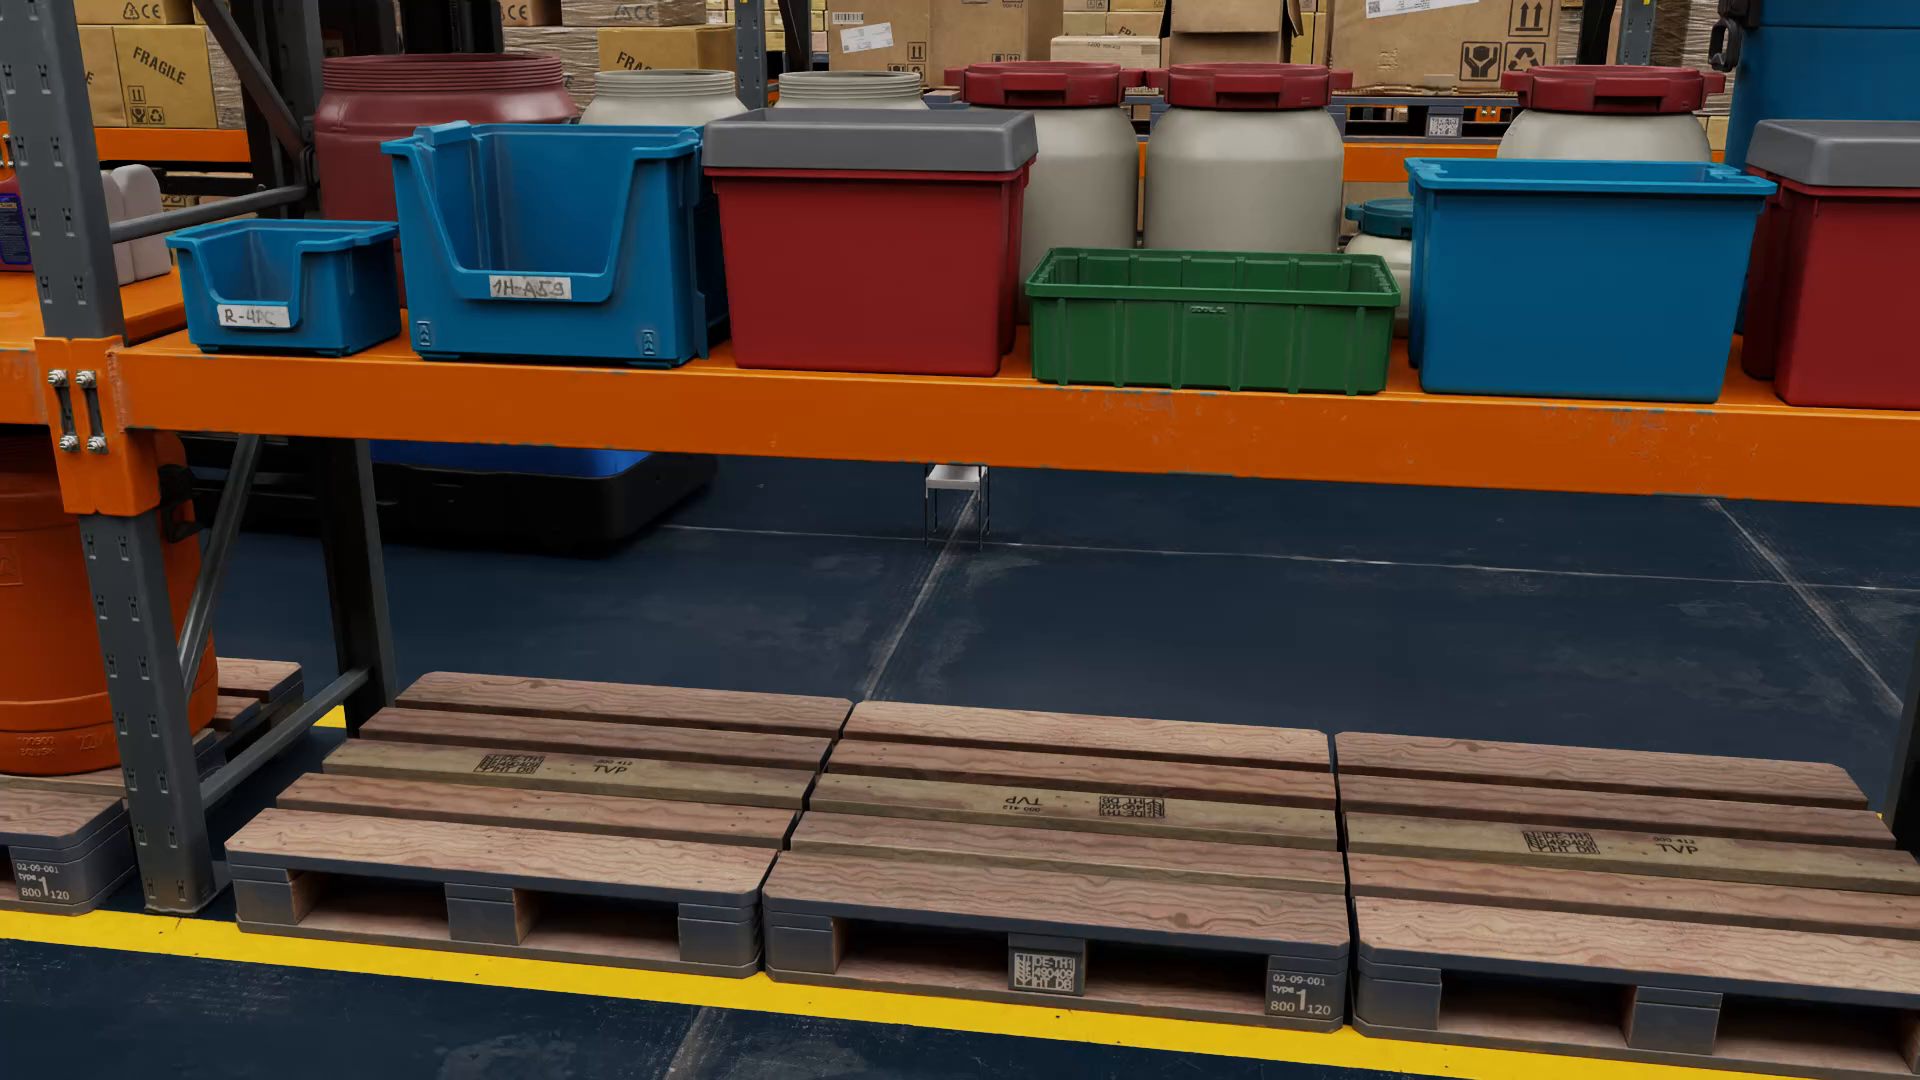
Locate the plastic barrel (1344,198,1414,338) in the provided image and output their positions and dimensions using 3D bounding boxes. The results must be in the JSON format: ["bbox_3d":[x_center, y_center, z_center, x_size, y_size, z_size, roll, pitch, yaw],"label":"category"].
[{"bbox_3d":[0.960,-0.577,3.517,0.301,0.262,0.301,0,18,0],"label":"plastic barrel"}]

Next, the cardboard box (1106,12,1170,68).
[{"bbox_3d":[1.366,-3.719,12.534,0.500,0.500,0.500,3,19,9],"label":"cardboard box"}]

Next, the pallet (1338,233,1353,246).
[{"bbox_3d":[3.141,-2.321,12.907,1.213,0.211,1.003,3,19,9],"label":"pallet"}]

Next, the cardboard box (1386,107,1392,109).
[{"bbox_3d":[5.812,-5.750,21.645,0.500,0.250,0.500,3,19,8],"label":"cardboard box"}]

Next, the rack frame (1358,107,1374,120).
[{"bbox_3d":[5.384,-6.739,21.717,0.127,3.000,1.000,3,19,9],"label":"rack frame"}]

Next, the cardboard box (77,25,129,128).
[{"bbox_3d":[-4.456,-2.428,8.674,0.500,0.500,0.500,3,19,9],"label":"cardboard box"}]

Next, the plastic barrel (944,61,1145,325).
[{"bbox_3d":[0.181,-0.767,3.655,0.433,0.535,0.433,0,18,0],"label":"plastic barrel"}]

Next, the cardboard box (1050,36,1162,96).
[{"bbox_3d":[0.697,-2.252,7.881,0.500,0.250,0.500,2,19,7],"label":"cardboard box"}]

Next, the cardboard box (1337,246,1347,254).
[{"bbox_3d":[1.957,-1.170,8.318,0.500,0.500,0.700,3,19,8],"label":"cardboard box"}]

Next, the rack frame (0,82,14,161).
[{"bbox_3d":[-4.871,-2.482,8.993,0.127,3.000,1.000,3,19,9],"label":"rack frame"}]

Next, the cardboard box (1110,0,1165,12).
[{"bbox_3d":[1.413,-4.275,12.619,0.500,0.500,0.700,3,19,8],"label":"cardboard box"}]

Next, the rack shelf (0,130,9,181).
[{"bbox_3d":[-6.845,-2.241,9.408,4.000,0.370,1.077,3,19,9],"label":"rack shelf"}]

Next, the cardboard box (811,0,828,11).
[{"bbox_3d":[-1.098,-4.099,12.623,0.250,0.149,0.380,4,19,10],"label":"cardboard box"}]

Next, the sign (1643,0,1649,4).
[{"bbox_3d":[2.944,-2.454,7.086,0.005,0.325,0.100,3,19,9],"label":"sign"}]

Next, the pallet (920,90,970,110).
[{"bbox_3d":[-0.201,-2.187,8.414,1.003,0.211,1.213,3,19,9],"label":"pallet"}]

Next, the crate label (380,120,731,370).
[{"bbox_3d":[-0.769,-0.611,3.346,0.616,0.435,0.502,3,19,9],"label":"crate label"}]

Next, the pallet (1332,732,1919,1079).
[{"bbox_3d":[1.461,0.768,3.676,1.213,0.211,1.003,3,19,9],"label":"pallet"}]

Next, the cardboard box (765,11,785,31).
[{"bbox_3d":[-1.366,-3.971,12.708,0.250,0.149,0.380,3,19,9],"label":"cardboard box"}]

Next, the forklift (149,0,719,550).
[{"bbox_3d":[-2.580,-1.589,6.434,3.031,2.935,1.130,5,19,14],"label":"forklift"}]

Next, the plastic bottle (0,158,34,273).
[{"bbox_3d":[-2.400,-0.827,4.232,0.133,0.283,0.061,3,19,9],"label":"plastic bottle"}]

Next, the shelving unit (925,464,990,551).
[{"bbox_3d":[-0.008,-0.427,6.162,0.210,0.900,0.258,3,19,9],"label":"shelving unit"}]

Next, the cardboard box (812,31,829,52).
[{"bbox_3d":[-1.094,-3.816,12.715,0.250,0.149,0.380,3,19,10],"label":"cardboard box"}]

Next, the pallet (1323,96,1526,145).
[{"bbox_3d":[2.297,-2.072,8.071,1.213,0.211,1.003,3,19,9],"label":"pallet"}]

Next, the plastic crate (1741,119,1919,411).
[{"bbox_3d":[1.716,-0.486,2.928,0.583,0.464,0.402,3,19,9],"label":"plastic crate"}]

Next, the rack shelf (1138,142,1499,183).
[{"bbox_3d":[1.053,-1.839,8.205,4.000,0.370,1.077,3,19,9],"label":"rack shelf"}]

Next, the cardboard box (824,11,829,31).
[{"bbox_3d":[-0.859,-3.945,12.633,0.250,0.149,0.380,4,19,11],"label":"cardboard box"}]

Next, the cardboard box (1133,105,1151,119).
[{"bbox_3d":[2.694,-5.947,22.431,0.625,0.625,0.875,4,19,10],"label":"cardboard box"}]

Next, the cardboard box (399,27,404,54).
[{"bbox_3d":[-2.452,-2.327,8.373,0.500,0.500,0.500,2,19,7],"label":"cardboard box"}]

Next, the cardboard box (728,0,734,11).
[{"bbox_3d":[-1.599,-4.125,12.701,0.250,0.149,0.380,3,19,9],"label":"cardboard box"}]

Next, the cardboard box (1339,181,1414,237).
[{"bbox_3d":[3.287,-2.763,12.718,0.750,0.750,1.050,3,19,8],"label":"cardboard box"}]

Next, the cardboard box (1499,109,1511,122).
[{"bbox_3d":[4.525,-2.766,12.529,0.875,0.875,0.875,3,19,9],"label":"cardboard box"}]

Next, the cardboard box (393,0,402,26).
[{"bbox_3d":[-2.947,-2.911,8.537,0.637,0.503,0.797,4,19,10],"label":"cardboard box"}]

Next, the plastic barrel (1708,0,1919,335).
[{"bbox_3d":[1.909,-0.880,3.414,0.708,0.901,0.600,3,19,9],"label":"plastic barrel"}]

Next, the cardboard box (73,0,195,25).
[{"bbox_3d":[-4.239,-2.975,8.730,0.637,0.503,0.797,2,19,7],"label":"cardboard box"}]

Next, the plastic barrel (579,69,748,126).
[{"bbox_3d":[-0.657,-0.797,3.781,0.421,0.512,0.421,0,18,0],"label":"plastic barrel"}]

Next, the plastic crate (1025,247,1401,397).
[{"bbox_3d":[0.478,-0.426,3.183,0.662,0.188,0.450,3,19,9],"label":"plastic crate"}]

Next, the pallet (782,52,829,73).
[{"bbox_3d":[-0.755,-3.741,13.058,1.003,0.211,1.213,3,19,9],"label":"pallet"}]

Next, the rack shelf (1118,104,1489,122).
[{"bbox_3d":[1.940,-3.387,12.834,4.000,0.370,1.077,3,19,9],"label":"rack shelf"}]

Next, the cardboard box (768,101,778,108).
[{"bbox_3d":[-1.781,-4.729,18.396,0.875,0.875,0.875,3,19,10],"label":"cardboard box"}]

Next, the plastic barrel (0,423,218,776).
[{"bbox_3d":[-2.193,0.082,4.089,0.708,0.830,0.600,3,19,9],"label":"plastic barrel"}]

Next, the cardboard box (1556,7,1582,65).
[{"bbox_3d":[4.281,-3.684,12.351,0.550,0.550,0.875,3,19,9],"label":"cardboard box"}]

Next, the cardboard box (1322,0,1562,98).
[{"bbox_3d":[2.266,-2.647,7.879,1.000,1.000,1.000,3,19,9],"label":"cardboard box"}]

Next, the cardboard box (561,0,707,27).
[{"bbox_3d":[-1.641,-2.845,8.342,0.637,0.503,0.797,4,19,11],"label":"cardboard box"}]

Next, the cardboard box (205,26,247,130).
[{"bbox_3d":[-3.466,-2.377,8.523,0.500,0.500,0.500,2,19,7],"label":"cardboard box"}]

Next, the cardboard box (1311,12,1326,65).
[{"bbox_3d":[2.858,-3.643,12.307,0.500,0.500,0.500,3,19,8],"label":"cardboard box"}]

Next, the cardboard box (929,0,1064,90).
[{"bbox_3d":[0.185,-2.516,8.275,0.500,0.500,0.700,6,19,17],"label":"cardboard box"}]

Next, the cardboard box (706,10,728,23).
[{"bbox_3d":[-1.869,-3.997,12.786,0.250,0.149,0.380,3,19,10],"label":"cardboard box"}]

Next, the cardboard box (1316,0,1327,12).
[{"bbox_3d":[2.915,-4.198,12.389,0.500,0.500,0.700,3,19,8],"label":"cardboard box"}]

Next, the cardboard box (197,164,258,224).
[{"bbox_3d":[-3.353,-1.603,9.052,0.875,0.875,1.225,2,19,7],"label":"cardboard box"}]

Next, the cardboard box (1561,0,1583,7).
[{"bbox_3d":[4.273,-4.182,12.136,0.550,0.550,0.875,3,19,9],"label":"cardboard box"}]

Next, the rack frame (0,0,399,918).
[{"bbox_3d":[-1.707,-0.729,3.754,0.127,3.000,1.000,3,19,9],"label":"rack frame"}]

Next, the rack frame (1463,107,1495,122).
[{"bbox_3d":[3.915,-3.628,12.419,0.127,3.000,1.000,3,19,9],"label":"rack frame"}]

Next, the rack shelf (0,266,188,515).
[{"bbox_3d":[-3.682,-0.488,4.169,4.000,0.370,1.077,3,19,9],"label":"rack shelf"}]

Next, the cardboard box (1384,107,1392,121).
[{"bbox_3d":[5.809,-5.506,21.704,0.500,0.250,0.500,3,19,9],"label":"cardboard box"}]

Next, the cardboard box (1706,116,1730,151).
[{"bbox_3d":[3.437,-1.838,7.466,0.250,0.149,0.380,3,19,9],"label":"cardboard box"}]

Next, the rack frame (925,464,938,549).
[{"bbox_3d":[-0.108,-0.432,6.177,0.006,0.900,0.240,3,19,9],"label":"rack frame"}]

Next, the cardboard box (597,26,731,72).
[{"bbox_3d":[-1.448,-2.275,8.218,0.500,0.500,0.500,4,19,10],"label":"cardboard box"}]

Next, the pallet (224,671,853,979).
[{"bbox_3d":[-0.948,0.645,4.043,1.213,0.211,1.003,3,19,9],"label":"pallet"}]

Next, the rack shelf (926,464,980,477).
[{"bbox_3d":[-0.008,-0.310,6.201,0.200,0.077,0.258,3,19,9],"label":"rack shelf"}]
